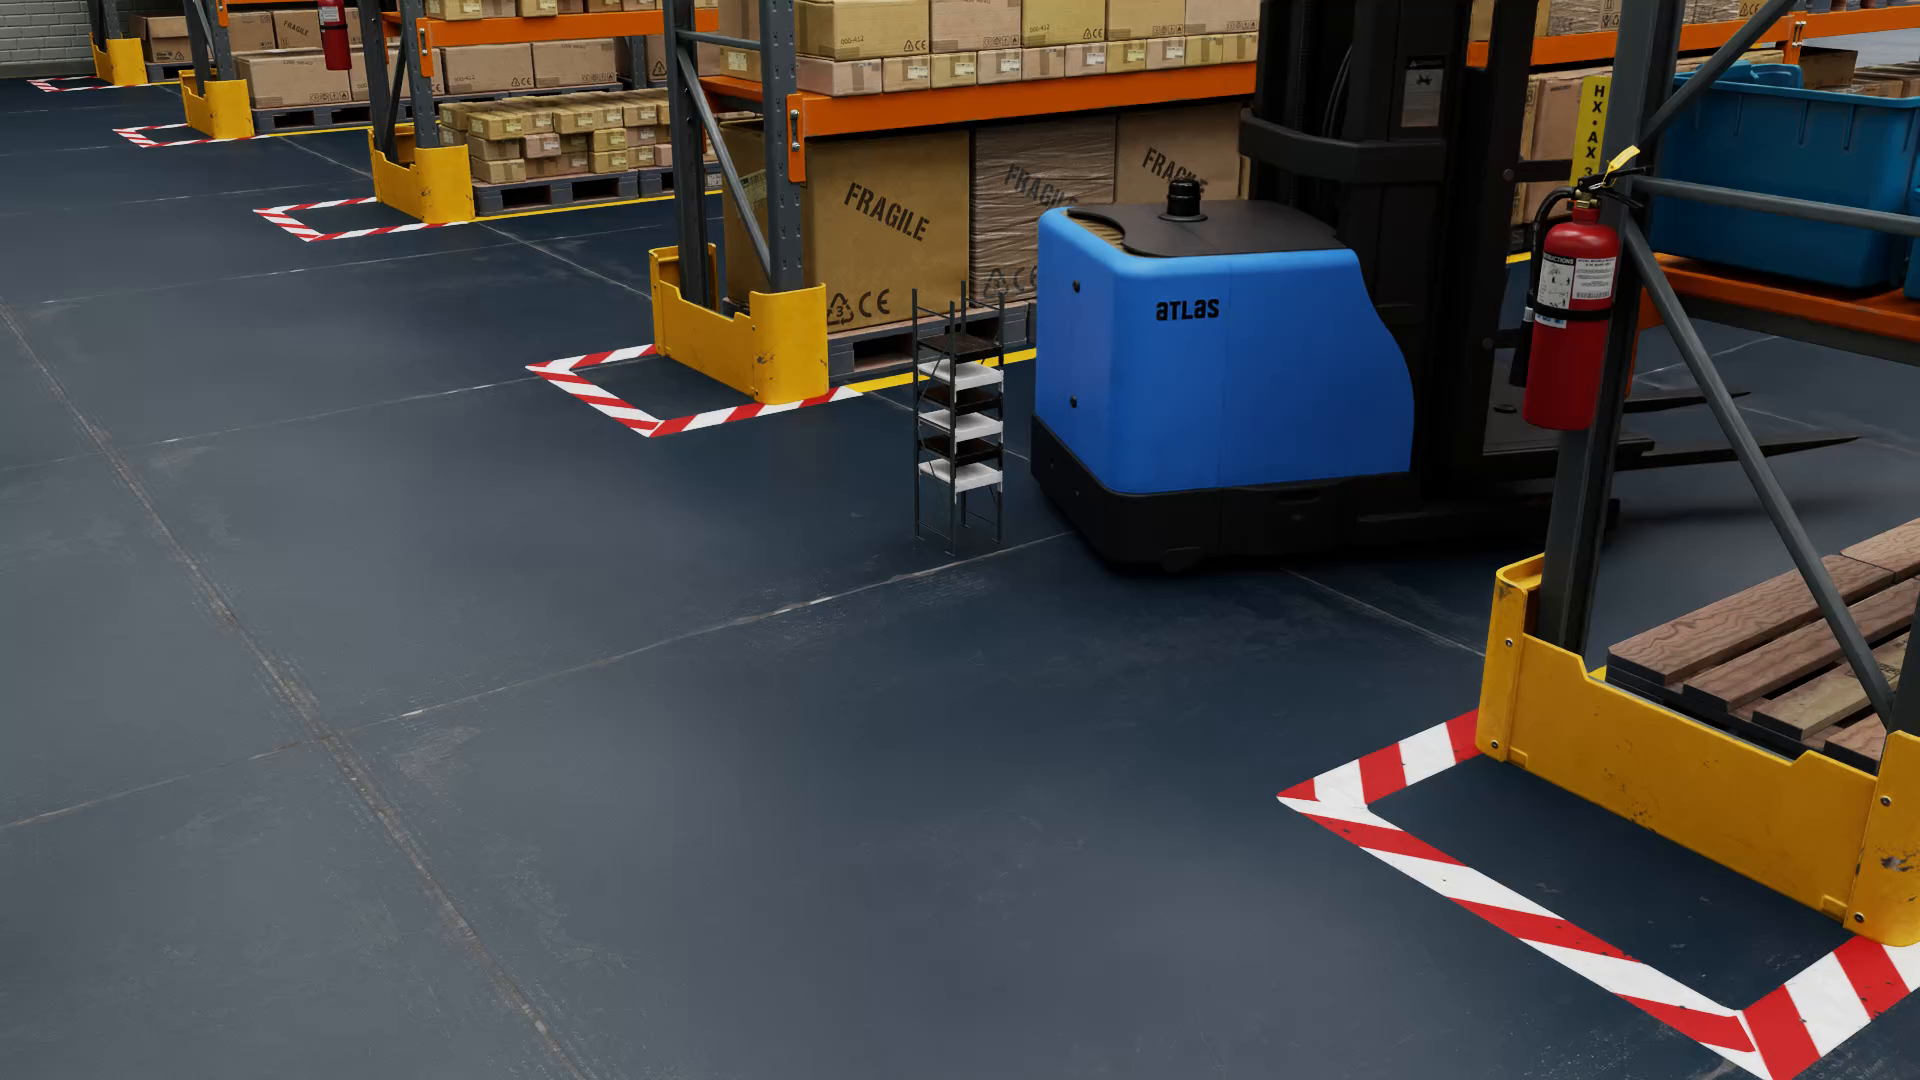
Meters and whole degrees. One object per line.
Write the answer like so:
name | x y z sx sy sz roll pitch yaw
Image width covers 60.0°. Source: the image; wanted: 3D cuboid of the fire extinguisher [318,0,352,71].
fire extinguisher | -4.321 -3.590 11.454 0.183 0.674 0.296 -15 26 -33

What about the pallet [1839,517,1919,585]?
pallet | 3.542 0.155 5.224 1.213 0.211 1.003 -15 26 -33

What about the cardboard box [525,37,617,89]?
cardboard box | -4.145 -4.950 17.144 0.875 0.438 0.875 -15 26 -34

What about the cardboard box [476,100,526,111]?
cardboard box | -3.328 -3.090 12.071 0.250 0.149 0.380 -14 26 -32

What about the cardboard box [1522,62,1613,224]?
cardboard box | 3.447 -2.613 10.698 0.875 0.875 1.225 -16 27 -35

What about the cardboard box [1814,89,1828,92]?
cardboard box | 5.994 -3.127 12.465 0.500 0.500 0.700 -17 27 -36

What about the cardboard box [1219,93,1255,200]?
cardboard box | 1.632 -2.156 9.553 0.875 0.875 0.875 -15 26 -33

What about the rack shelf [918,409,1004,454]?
rack shelf | -0.007 -0.385 5.738 0.200 0.077 0.258 -15 26 -33

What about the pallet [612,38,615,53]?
pallet | -4.846 -6.699 22.399 1.213 0.211 1.003 -15 26 -33

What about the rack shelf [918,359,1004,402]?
rack shelf | -0.007 -0.552 5.671 0.200 0.077 0.258 -15 26 -33

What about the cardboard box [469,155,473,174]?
cardboard box | -3.542 -2.763 12.053 0.250 0.149 0.380 -14 26 -32

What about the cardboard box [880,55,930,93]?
cardboard box | -0.344 -2.118 7.496 0.250 0.149 0.380 -15 26 -34

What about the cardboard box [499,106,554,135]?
cardboard box | -3.070 -2.969 11.768 0.250 0.149 0.380 -14 26 -32

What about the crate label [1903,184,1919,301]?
crate label | 2.253 -0.615 3.536 0.303 0.233 0.416 -15 26 -33

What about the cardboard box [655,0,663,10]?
cardboard box | -2.156 -3.923 12.019 0.250 0.149 0.380 -14 26 -31

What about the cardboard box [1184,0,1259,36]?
cardboard box | 1.177 -2.738 8.510 0.500 0.250 0.500 -14 26 -32

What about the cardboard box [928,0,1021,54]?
cardboard box | -0.067 -2.407 7.681 0.500 0.250 0.500 -15 26 -33

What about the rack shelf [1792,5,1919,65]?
rack shelf | 7.085 -4.031 12.923 4.000 0.370 1.077 -15 26 -33

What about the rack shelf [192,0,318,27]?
rack shelf | -5.196 -5.281 16.055 4.000 0.370 1.077 -15 26 -33

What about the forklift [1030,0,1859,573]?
forklift | 1.843 -1.529 5.773 3.031 2.935 1.130 -5 22 -13

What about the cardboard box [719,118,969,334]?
cardboard box | -0.560 -1.572 8.088 0.875 0.875 0.875 -15 26 -33

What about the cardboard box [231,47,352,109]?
cardboard box | -6.343 -4.360 15.667 0.875 0.438 0.875 -16 27 -35

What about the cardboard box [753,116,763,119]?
cardboard box | -1.546 -3.215 12.784 0.250 0.149 0.380 -14 26 -32

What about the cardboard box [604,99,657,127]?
cardboard box | -2.407 -3.121 12.148 0.250 0.149 0.380 -14 26 -31

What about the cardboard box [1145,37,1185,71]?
cardboard box | 0.908 -2.453 8.334 0.250 0.149 0.380 -14 26 -32

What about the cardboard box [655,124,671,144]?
cardboard box | -2.242 -3.062 12.402 0.250 0.149 0.380 -13 25 -30

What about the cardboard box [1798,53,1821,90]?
cardboard box | 5.988 -3.478 12.333 0.500 0.250 0.500 -14 26 -31

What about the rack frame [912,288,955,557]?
rack frame | -0.089 -0.394 5.670 0.006 0.900 0.240 -15 26 -33

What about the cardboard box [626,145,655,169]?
cardboard box | -2.450 -2.846 12.262 0.250 0.149 0.380 -15 26 -33

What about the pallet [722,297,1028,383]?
pallet | -0.429 -1.102 8.374 1.213 0.211 1.003 -15 26 -33

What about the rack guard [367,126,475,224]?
rack guard | -3.785 -2.571 11.664 0.348 0.500 1.175 -15 26 -33

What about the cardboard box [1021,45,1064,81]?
cardboard box | 0.282 -2.285 7.914 0.250 0.149 0.380 -16 27 -34

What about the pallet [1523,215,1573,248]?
pallet | 3.788 -2.227 11.192 1.213 0.211 1.003 -15 26 -33

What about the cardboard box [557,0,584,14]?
cardboard box | -2.830 -3.777 11.653 0.250 0.149 0.380 -14 25 -30

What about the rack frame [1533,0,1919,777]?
rack frame | 1.860 -0.711 3.631 0.127 3.000 1.000 -15 26 -33

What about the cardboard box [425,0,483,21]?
cardboard box | -3.393 -3.570 11.134 0.250 0.149 0.380 -15 26 -33

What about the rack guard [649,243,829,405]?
rack guard | -1.052 -1.035 7.815 0.348 0.500 1.175 -15 26 -33

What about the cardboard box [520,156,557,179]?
cardboard box | -3.070 -2.684 11.856 0.250 0.149 0.380 -15 26 -33

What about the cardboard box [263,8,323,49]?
cardboard box | -7.966 -6.071 19.868 0.500 0.500 0.500 -14 26 -32

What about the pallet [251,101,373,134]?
pallet | -6.217 -4.084 15.846 1.213 0.211 1.003 -15 26 -33

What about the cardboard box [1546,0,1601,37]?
cardboard box | 3.548 -3.355 10.122 0.500 0.500 0.500 -16 27 -34

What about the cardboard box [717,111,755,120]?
cardboard box | -1.753 -3.268 12.517 0.250 0.149 0.380 -16 27 -35

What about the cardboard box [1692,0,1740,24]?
cardboard box | 4.798 -3.692 10.965 0.500 0.500 0.500 -15 26 -33

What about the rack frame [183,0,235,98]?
rack frame | -6.820 -5.182 14.836 0.127 3.000 1.000 -15 26 -33

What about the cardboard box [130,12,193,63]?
cardboard box | -9.170 -5.814 19.222 0.637 0.503 0.797 -16 27 -35

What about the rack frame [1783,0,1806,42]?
rack frame | 5.462 -3.933 11.704 0.127 3.000 1.000 -15 26 -33

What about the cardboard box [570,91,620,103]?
cardboard box | -2.759 -3.296 12.587 0.250 0.149 0.380 -14 26 -31

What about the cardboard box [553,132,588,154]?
cardboard box | -2.870 -2.882 11.951 0.250 0.149 0.380 -15 26 -32

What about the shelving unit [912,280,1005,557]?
shelving unit | -0.007 -0.416 5.725 0.210 0.900 0.258 -15 26 -33

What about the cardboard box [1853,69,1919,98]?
cardboard box | 7.345 -3.497 13.391 0.500 0.500 0.700 -18 28 -37
